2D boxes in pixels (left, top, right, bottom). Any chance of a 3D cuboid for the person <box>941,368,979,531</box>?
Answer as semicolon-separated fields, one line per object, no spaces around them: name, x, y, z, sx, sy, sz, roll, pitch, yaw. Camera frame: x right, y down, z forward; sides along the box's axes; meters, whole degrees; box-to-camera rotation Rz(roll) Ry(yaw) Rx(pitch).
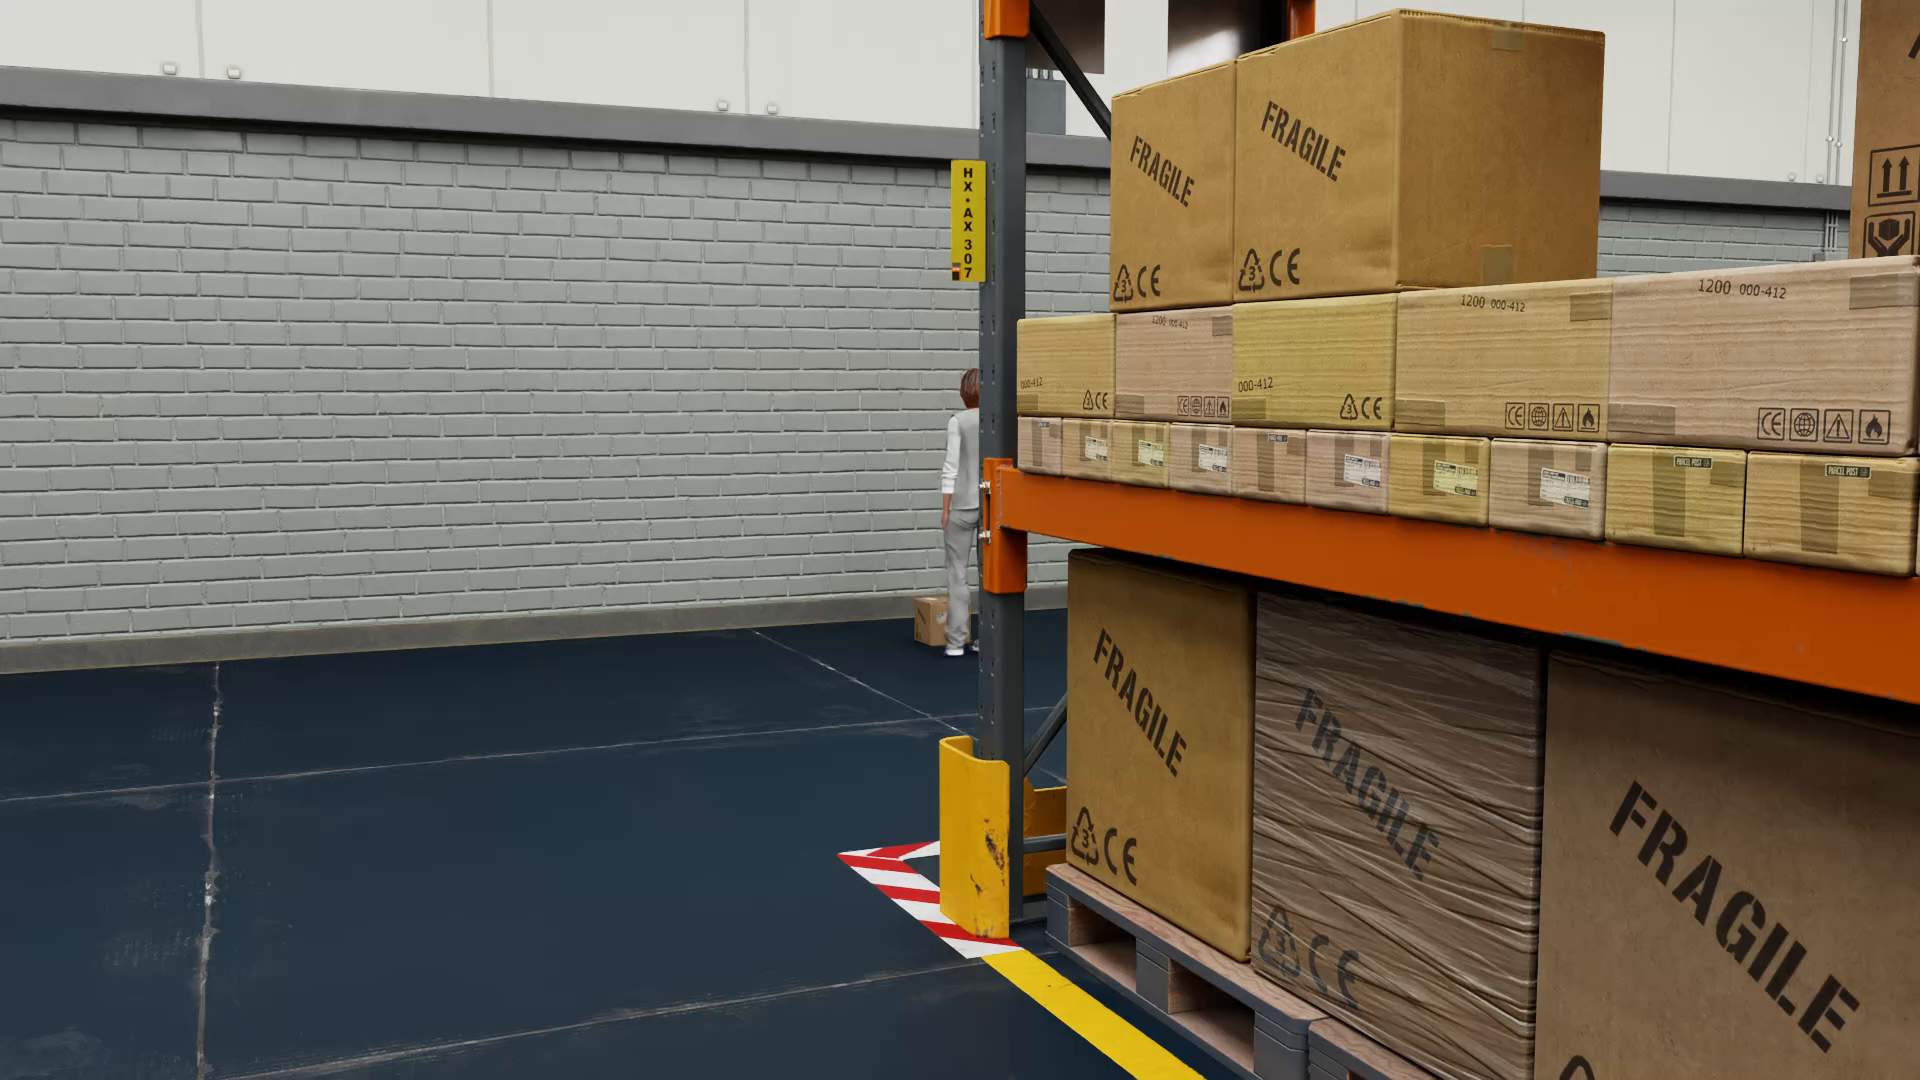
person;0.085;-0.480;9.226;0.414;0.916;0.302;-2;6;-23
